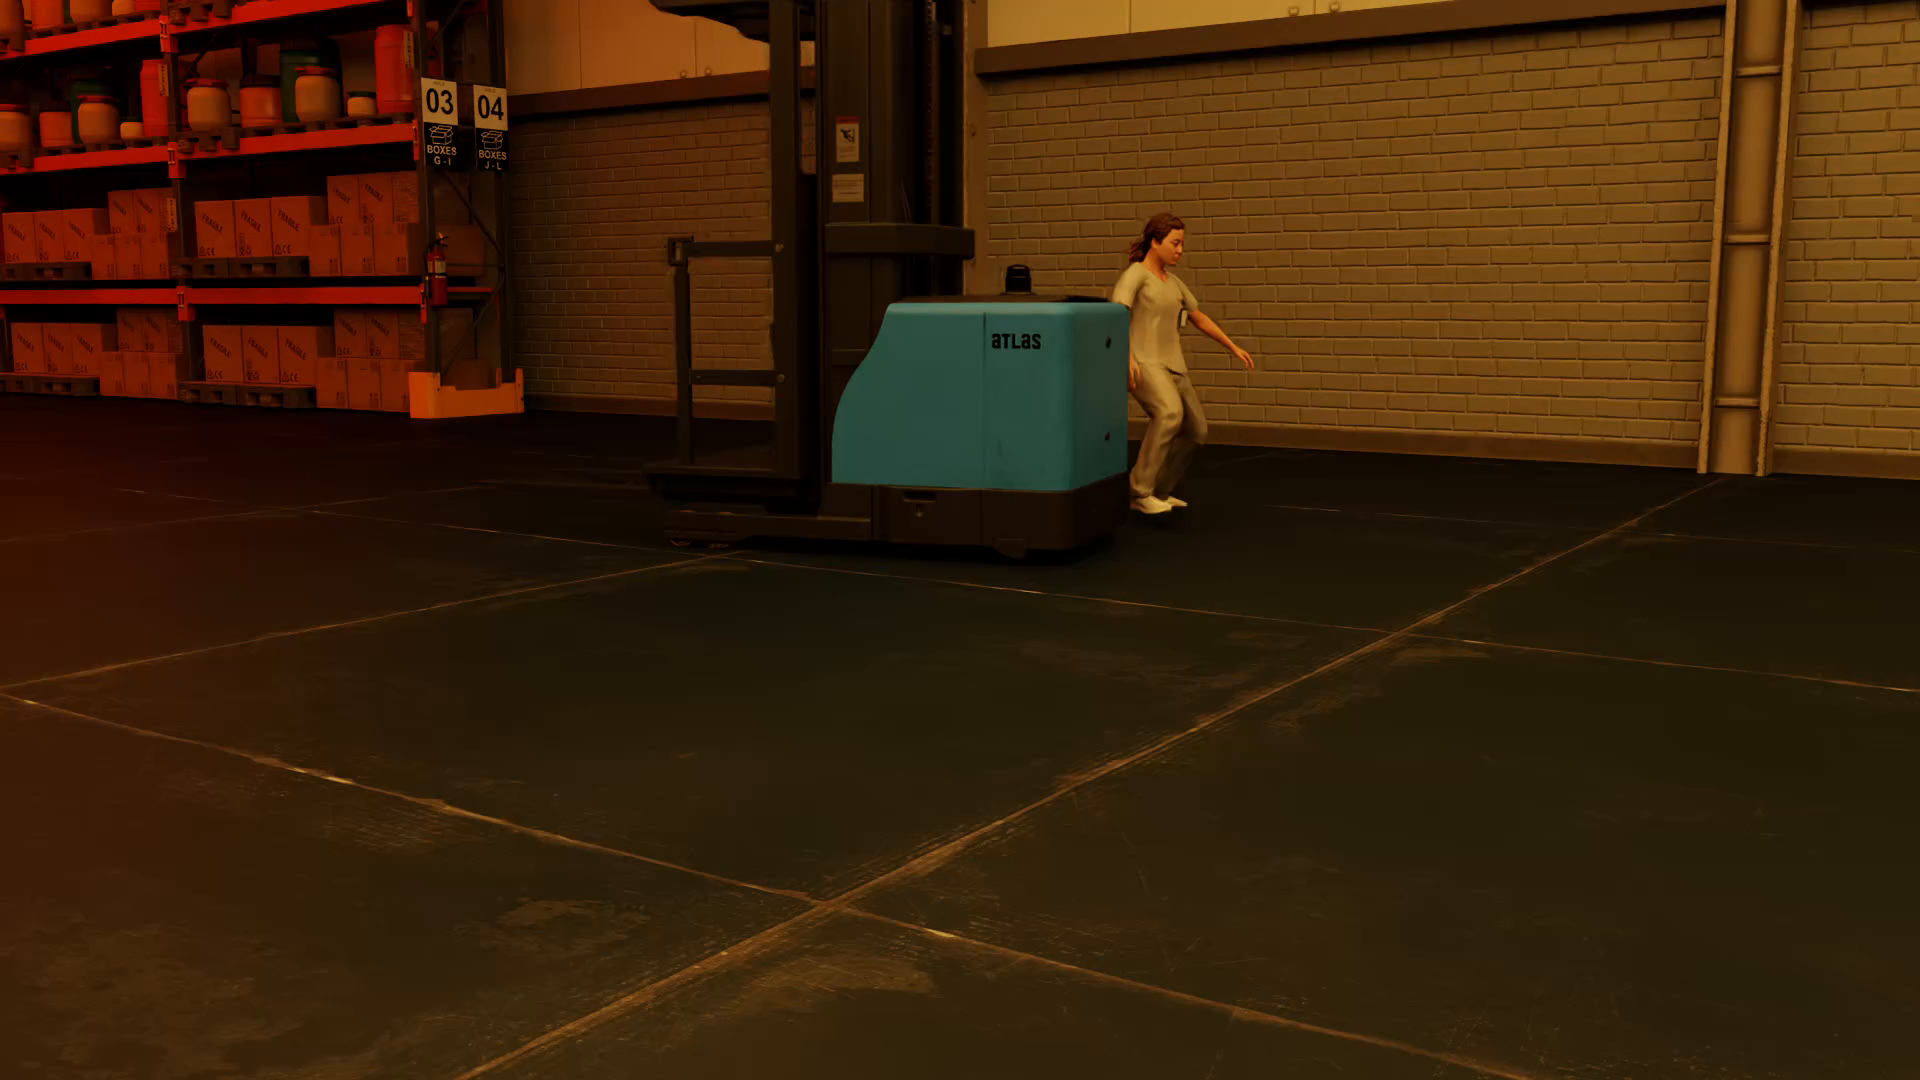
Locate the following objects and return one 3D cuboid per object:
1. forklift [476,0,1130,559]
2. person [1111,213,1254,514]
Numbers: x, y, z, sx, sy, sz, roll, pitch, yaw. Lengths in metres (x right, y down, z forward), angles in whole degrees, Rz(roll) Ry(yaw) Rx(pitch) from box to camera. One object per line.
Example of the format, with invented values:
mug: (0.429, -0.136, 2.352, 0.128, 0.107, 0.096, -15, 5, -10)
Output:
forklift: (-0.790, -1.477, 7.582, 3.031, 2.935, 1.130, 3, 9, 21)
person: (1.037, -0.874, 8.440, 0.875, 1.550, 0.708, -8, 11, -44)
